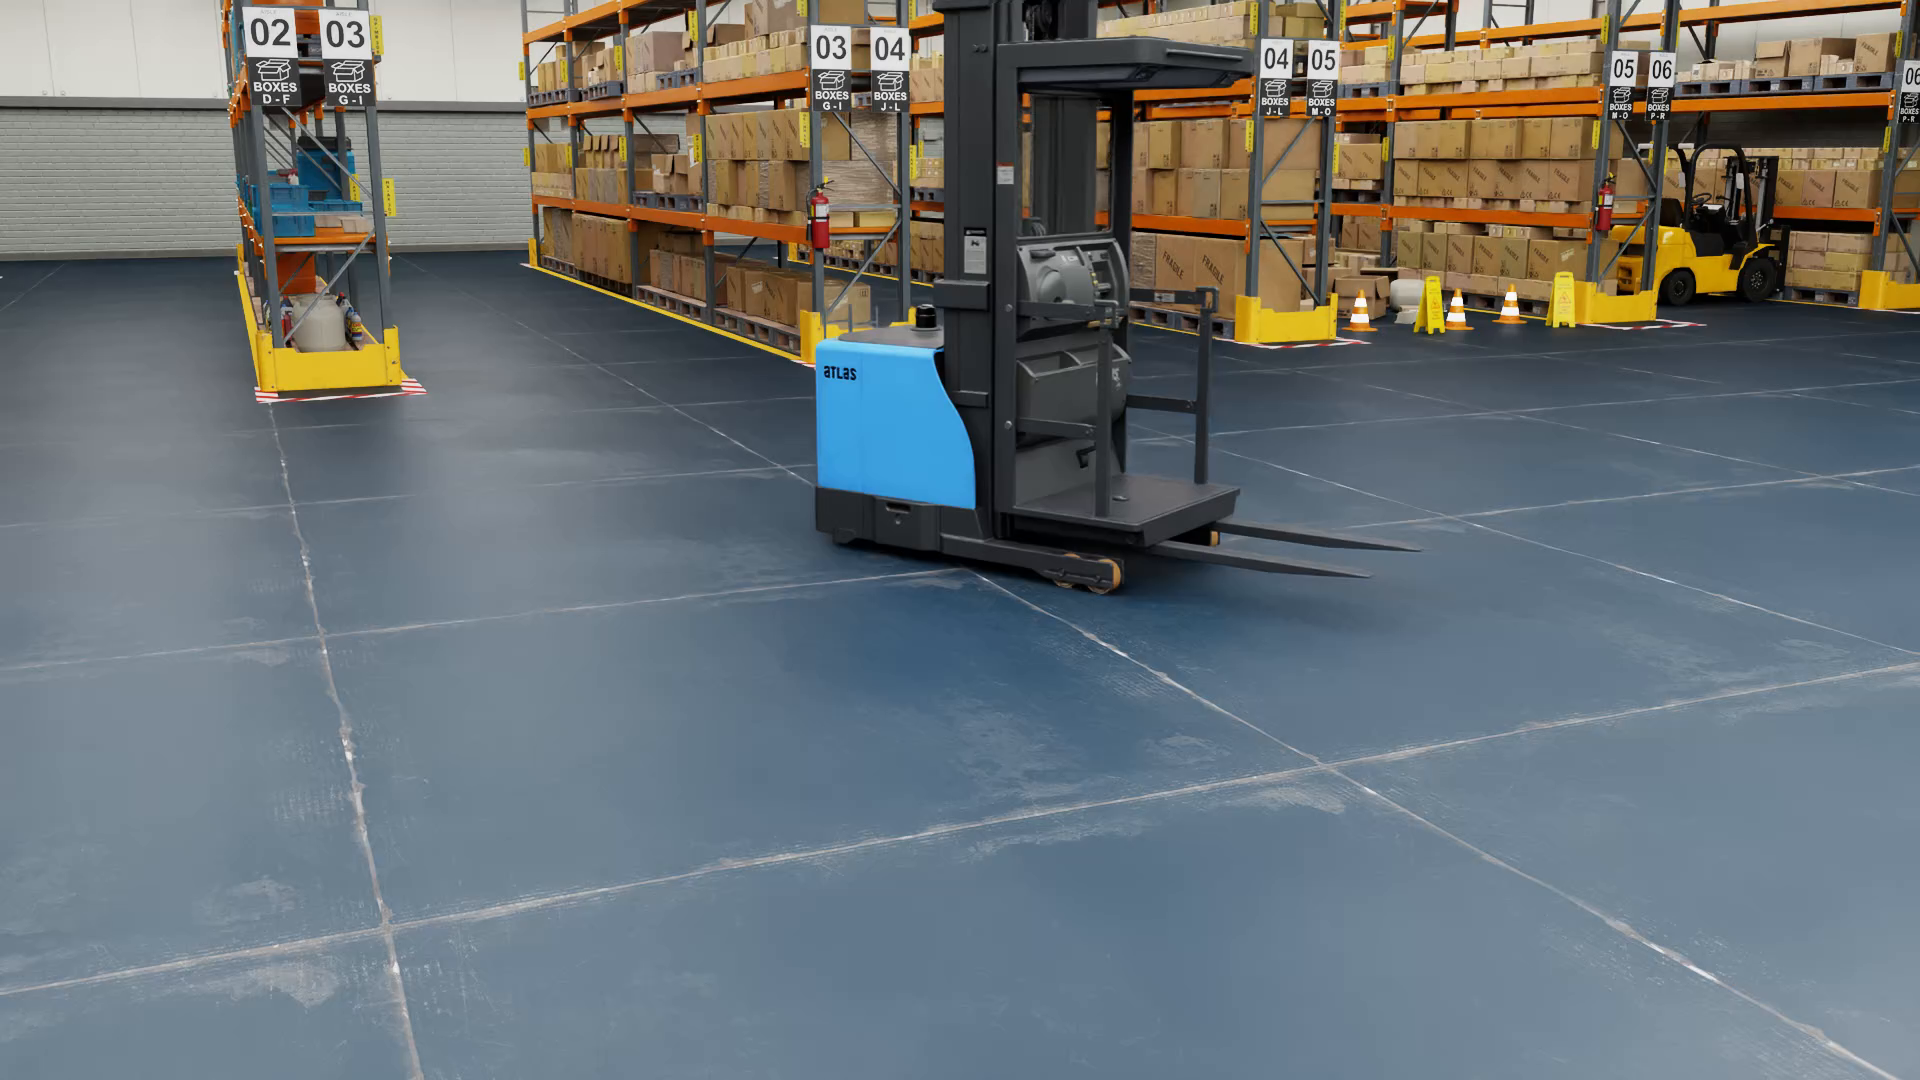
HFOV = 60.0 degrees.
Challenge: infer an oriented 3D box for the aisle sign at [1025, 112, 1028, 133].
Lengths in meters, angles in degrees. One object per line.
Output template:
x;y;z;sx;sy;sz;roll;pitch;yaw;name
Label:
1.401;-8.723;34.142;0.394;0.787;0.004;-6;14;-23;aisle sign

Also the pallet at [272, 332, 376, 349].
-6.393;-1.893;16.579;1.003;0.211;1.213;-6;14;-23;pallet

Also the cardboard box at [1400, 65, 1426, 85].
6.428;-6.406;22.917;0.500;0.250;0.500;-6;14;-24;cardboard box

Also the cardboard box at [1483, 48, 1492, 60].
7.028;-6.308;21.608;0.380;0.149;0.250;-5;14;-22;cardboard box

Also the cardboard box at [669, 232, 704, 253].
-3.662;-4.037;22.567;0.500;0.250;0.500;-4;14;-17;cardboard box

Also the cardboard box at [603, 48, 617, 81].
-4.917;-6.924;24.331;0.500;0.500;0.500;-5;14;-20;cardboard box

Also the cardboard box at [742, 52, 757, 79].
-2.008;-5.045;17.696;0.500;0.250;0.500;-6;14;-24;cardboard box

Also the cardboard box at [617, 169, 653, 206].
-4.605;-5.048;23.807;0.500;0.500;0.500;-5;14;-21;cardboard box

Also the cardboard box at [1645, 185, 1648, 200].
10.607;-5.445;26.077;0.500;0.250;0.500;-5;14;-22;cardboard box

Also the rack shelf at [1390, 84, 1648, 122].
7.304;-5.686;21.729;1.077;0.370;4.000;-6;14;-23;rack shelf

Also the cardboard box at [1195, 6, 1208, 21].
2.857;-5.872;18.572;0.380;0.149;0.250;-5;14;-22;cardboard box

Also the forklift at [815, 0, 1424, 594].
0.731;-1.311;8.033;3.031;2.935;1.130;9;16;34;forklift

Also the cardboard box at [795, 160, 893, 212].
-1.171;-3.577;16.790;0.875;0.500;0.500;-6;14;-23;cardboard box

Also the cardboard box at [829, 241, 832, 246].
-2.245;-5.563;30.987;0.380;0.149;0.250;-5;14;-20;cardboard box

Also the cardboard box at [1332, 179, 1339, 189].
5.712;-5.311;24.789;0.380;0.149;0.250;-5;14;-22;cardboard box

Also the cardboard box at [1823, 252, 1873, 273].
12.170;-3.792;22.660;0.500;0.250;0.500;-6;14;-24;cardboard box

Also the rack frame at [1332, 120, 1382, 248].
7.844;-7.090;32.853;1.000;3.000;0.127;-6;14;-23;rack frame

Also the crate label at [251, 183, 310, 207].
-6.499;-3.193;15.934;0.502;0.435;0.616;-6;14;-23;crate label

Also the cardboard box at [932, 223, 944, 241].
-0.109;-4.817;25.978;0.500;0.250;0.500;-6;14;-24;cardboard box

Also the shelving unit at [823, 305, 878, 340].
-0.592;-0.675;9.126;0.189;1.200;0.258;9;16;34;shelving unit

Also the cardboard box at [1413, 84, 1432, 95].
6.454;-6.182;22.831;0.380;0.149;0.250;-6;14;-23;cardboard box

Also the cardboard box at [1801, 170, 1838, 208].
12.014;-4.846;22.934;0.500;0.500;0.500;-5;14;-21;cardboard box

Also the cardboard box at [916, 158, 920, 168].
-0.525;-5.940;26.189;0.380;0.149;0.250;-5;14;-21;cardboard box

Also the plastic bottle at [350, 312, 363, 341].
-5.954;-2.108;16.399;0.097;0.271;0.097;0;13;0;plastic bottle

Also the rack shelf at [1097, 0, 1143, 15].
1.206;-7.311;22.985;1.077;0.370;4.000;-6;14;-23;rack shelf

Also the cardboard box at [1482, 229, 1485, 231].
9.080;-5.319;29.811;0.500;0.500;0.500;-5;14;-21;cardboard box

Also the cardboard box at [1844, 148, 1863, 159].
12.187;-5.224;22.469;0.380;0.149;0.250;-6;14;-23;cardboard box

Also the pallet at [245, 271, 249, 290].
-10.651;-4.089;26.068;1.003;0.211;1.213;-6;14;-23;pallet

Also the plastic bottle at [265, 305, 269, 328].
-7.069;-2.256;17.013;0.061;0.283;0.133;-5;14;-20;plastic bottle

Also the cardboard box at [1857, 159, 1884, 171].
12.256;-5.022;22.257;0.380;0.149;0.250;-5;14;-22;cardboard box

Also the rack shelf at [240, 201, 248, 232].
-9.519;-4.535;23.408;1.077;0.370;4.000;-6;14;-23;rack shelf

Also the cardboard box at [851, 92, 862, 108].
-1.641;-7.639;28.902;0.500;0.250;0.500;-5;14;-22;cardboard box

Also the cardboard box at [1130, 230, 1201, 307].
2.560;-3.368;20.550;0.875;0.875;0.875;-6;14;-23;cardboard box

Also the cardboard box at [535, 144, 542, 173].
-7.240;-6.783;29.535;0.500;0.500;0.500;-6;14;-24;cardboard box

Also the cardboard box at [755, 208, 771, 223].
-1.976;-3.485;17.834;0.380;0.149;0.250;-6;14;-23;cardboard box

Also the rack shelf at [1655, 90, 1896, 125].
11.850;-6.135;23.670;1.077;0.370;4.000;-6;14;-23;rack shelf

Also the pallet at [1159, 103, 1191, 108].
4.143;-7.543;28.576;1.003;0.211;1.213;-5;14;-20;pallet

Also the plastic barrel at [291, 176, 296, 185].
-7.942;-4.247;20.318;0.421;0.512;0.421;0;13;0;plastic barrel

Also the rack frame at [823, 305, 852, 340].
-0.666;-0.687;9.178;0.006;1.200;0.240;9;16;34;rack frame

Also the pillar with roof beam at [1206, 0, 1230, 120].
2.043;-11.089;36.826;9.100;9.000;0.400;-6;14;-23;pillar with roof beam

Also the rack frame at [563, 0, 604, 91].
-5.782;-8.669;26.369;1.000;3.000;0.127;-6;14;-23;rack frame

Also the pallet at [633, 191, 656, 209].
-3.797;-4.689;22.902;1.213;0.211;1.003;-6;14;-23;pallet

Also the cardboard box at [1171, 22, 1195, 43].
2.758;-5.764;18.989;0.500;0.250;0.500;-6;14;-23;cardboard box

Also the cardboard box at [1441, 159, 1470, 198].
6.835;-4.860;22.333;0.500;0.500;0.500;-6;14;-23;cardboard box

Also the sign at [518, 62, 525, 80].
-7.896;-8.450;29.959;0.100;0.325;0.005;-6;14;-23;sign

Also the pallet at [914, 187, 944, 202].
0.022;-5.391;25.936;1.213;0.211;1.003;-6;14;-23;pallet

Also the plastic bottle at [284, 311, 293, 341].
-6.630;-2.115;16.403;0.061;0.283;0.133;-6;14;-23;plastic bottle

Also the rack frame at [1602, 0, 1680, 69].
8.105;-7.085;19.524;1.000;3.000;0.127;-6;14;-23;rack frame

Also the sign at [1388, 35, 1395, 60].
5.995;-6.843;23.111;0.100;0.325;0.005;-6;14;-23;sign

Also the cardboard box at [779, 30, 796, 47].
-1.580;-4.990;16.573;0.380;0.149;0.250;-6;14;-25;cardboard box

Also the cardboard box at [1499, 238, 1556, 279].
7.333;-3.642;21.457;0.500;0.500;0.500;-5;14;-21;cardboard box

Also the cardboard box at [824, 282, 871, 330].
-1.210;-2.384;17.132;0.500;0.500;0.500;-3;13;-13;cardboard box

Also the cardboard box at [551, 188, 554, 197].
-6.821;-5.975;28.593;0.380;0.149;0.250;-5;14;-22;cardboard box

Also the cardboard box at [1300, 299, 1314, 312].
4.383;-3.000;21.242;0.396;0.266;0.258;-3;13;-13;cardboard box

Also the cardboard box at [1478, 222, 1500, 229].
9.523;-5.703;30.031;0.380;0.149;0.250;-5;14;-20;cardboard box

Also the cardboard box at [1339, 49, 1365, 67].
5.725;-7.142;24.716;0.500;0.250;0.500;-5;14;-22;cardboard box

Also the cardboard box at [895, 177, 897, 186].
-0.835;-5.811;26.951;0.380;0.149;0.250;-6;14;-26;cardboard box

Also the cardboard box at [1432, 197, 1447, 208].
6.685;-4.618;22.729;0.380;0.149;0.250;-5;14;-21;cardboard box
